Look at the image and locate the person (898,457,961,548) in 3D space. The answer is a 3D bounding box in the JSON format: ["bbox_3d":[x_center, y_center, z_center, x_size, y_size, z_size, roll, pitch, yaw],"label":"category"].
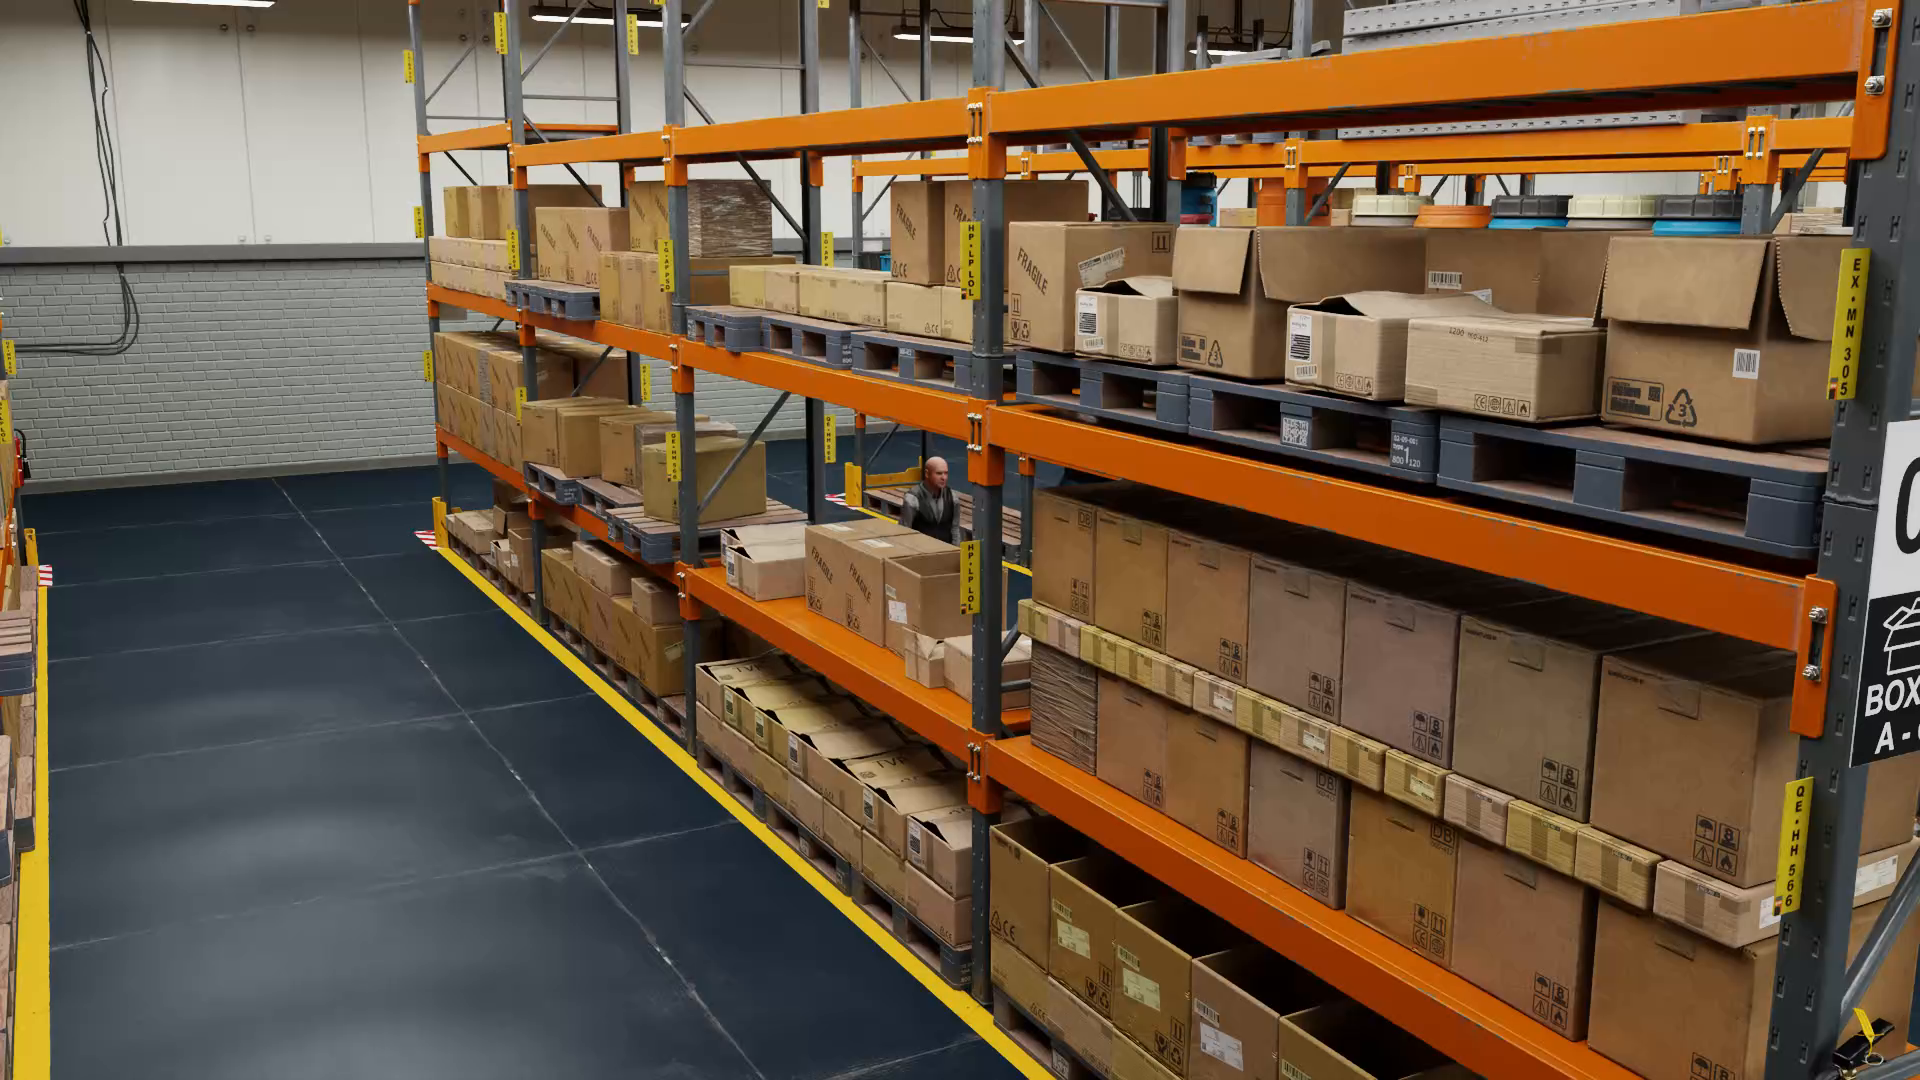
[{"bbox_3d":[-0.231,0.193,13.066,0.593,1.720,0.474,-7,14,-31],"label":"person"}]
